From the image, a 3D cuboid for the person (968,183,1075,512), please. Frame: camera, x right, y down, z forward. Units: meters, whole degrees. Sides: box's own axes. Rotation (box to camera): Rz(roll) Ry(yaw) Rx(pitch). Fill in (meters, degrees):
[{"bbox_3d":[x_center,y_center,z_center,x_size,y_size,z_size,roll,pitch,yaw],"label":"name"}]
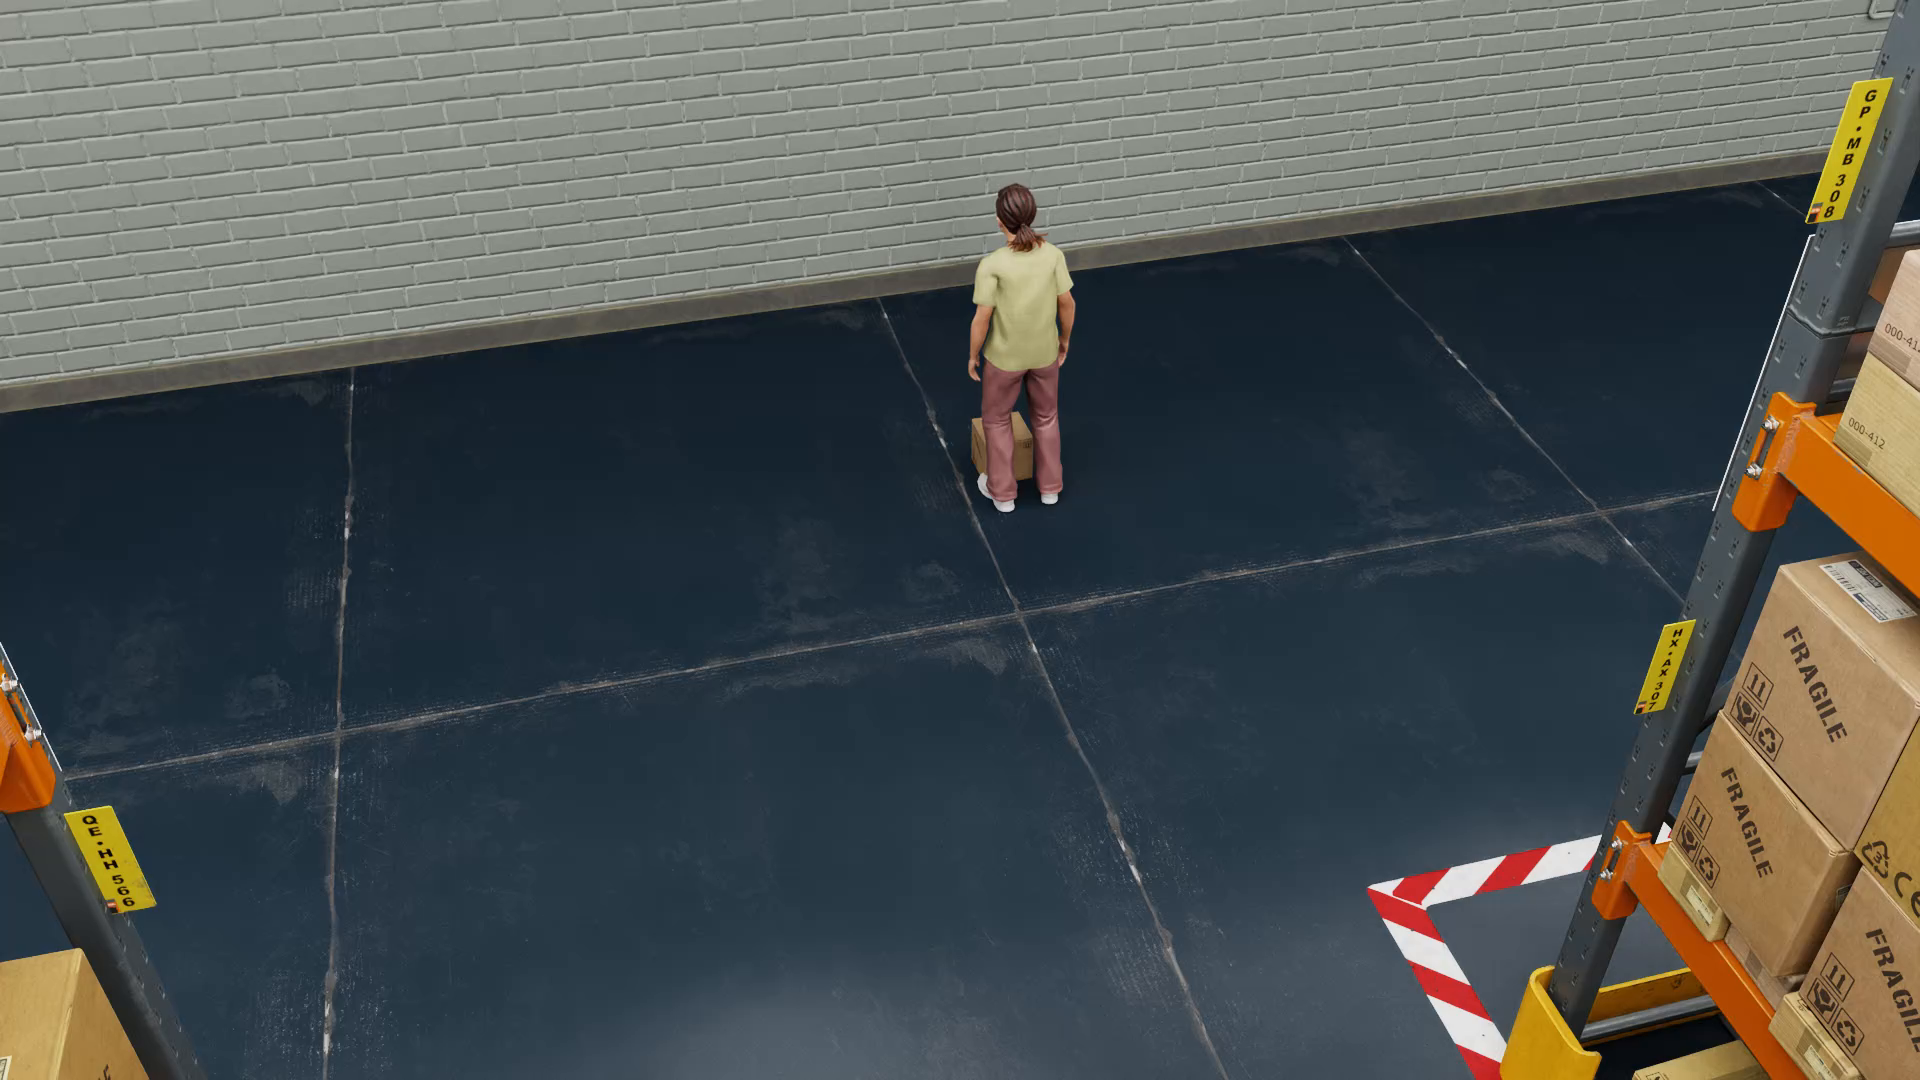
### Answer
[{"bbox_3d":[0.280,-0.876,7.823,0.513,1.673,0.356,-11,40,-13],"label":"person"}]
